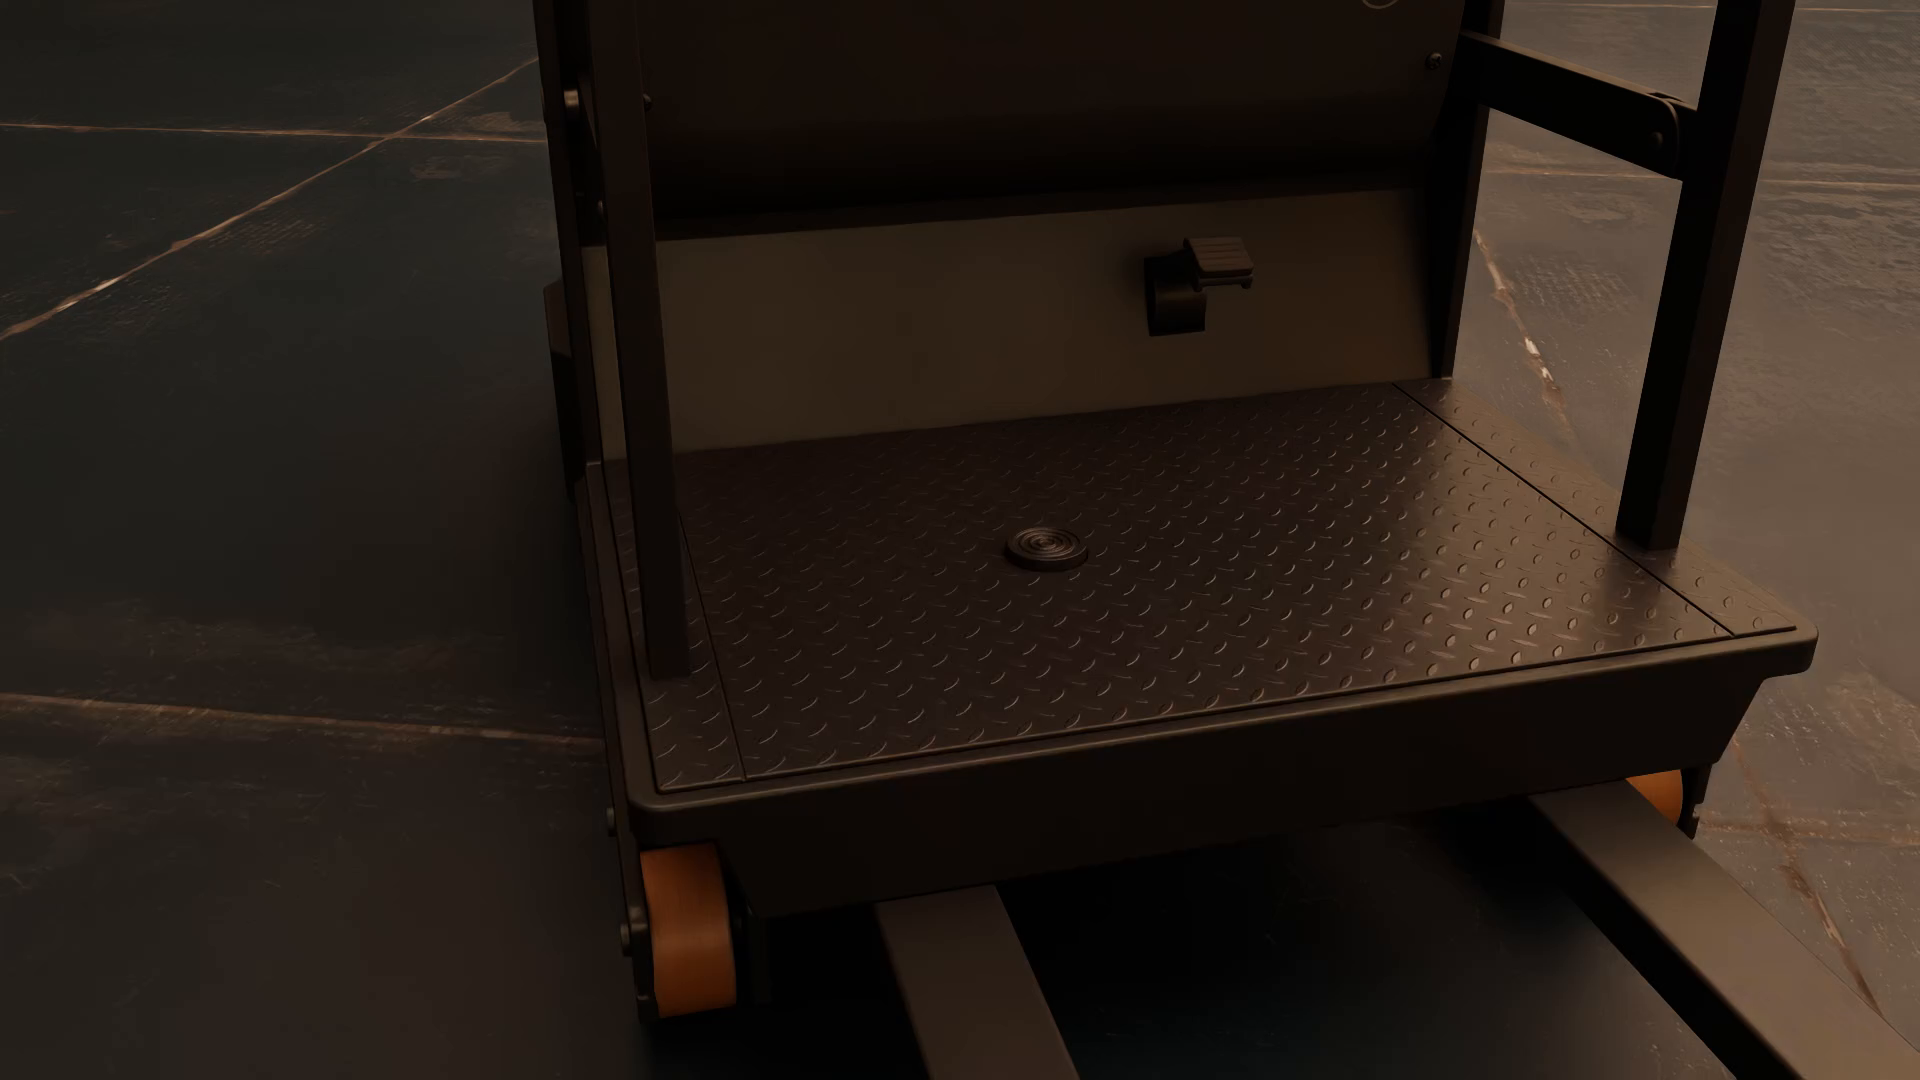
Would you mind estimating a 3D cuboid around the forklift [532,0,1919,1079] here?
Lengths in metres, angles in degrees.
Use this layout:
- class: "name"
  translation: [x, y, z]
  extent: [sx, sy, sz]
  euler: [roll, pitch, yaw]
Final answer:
- class: "forklift"
  translation: [0.153, -1.049, 1.319]
  extent: [1.130, 2.935, 3.031]
  euler: [-7, 27, -13]
